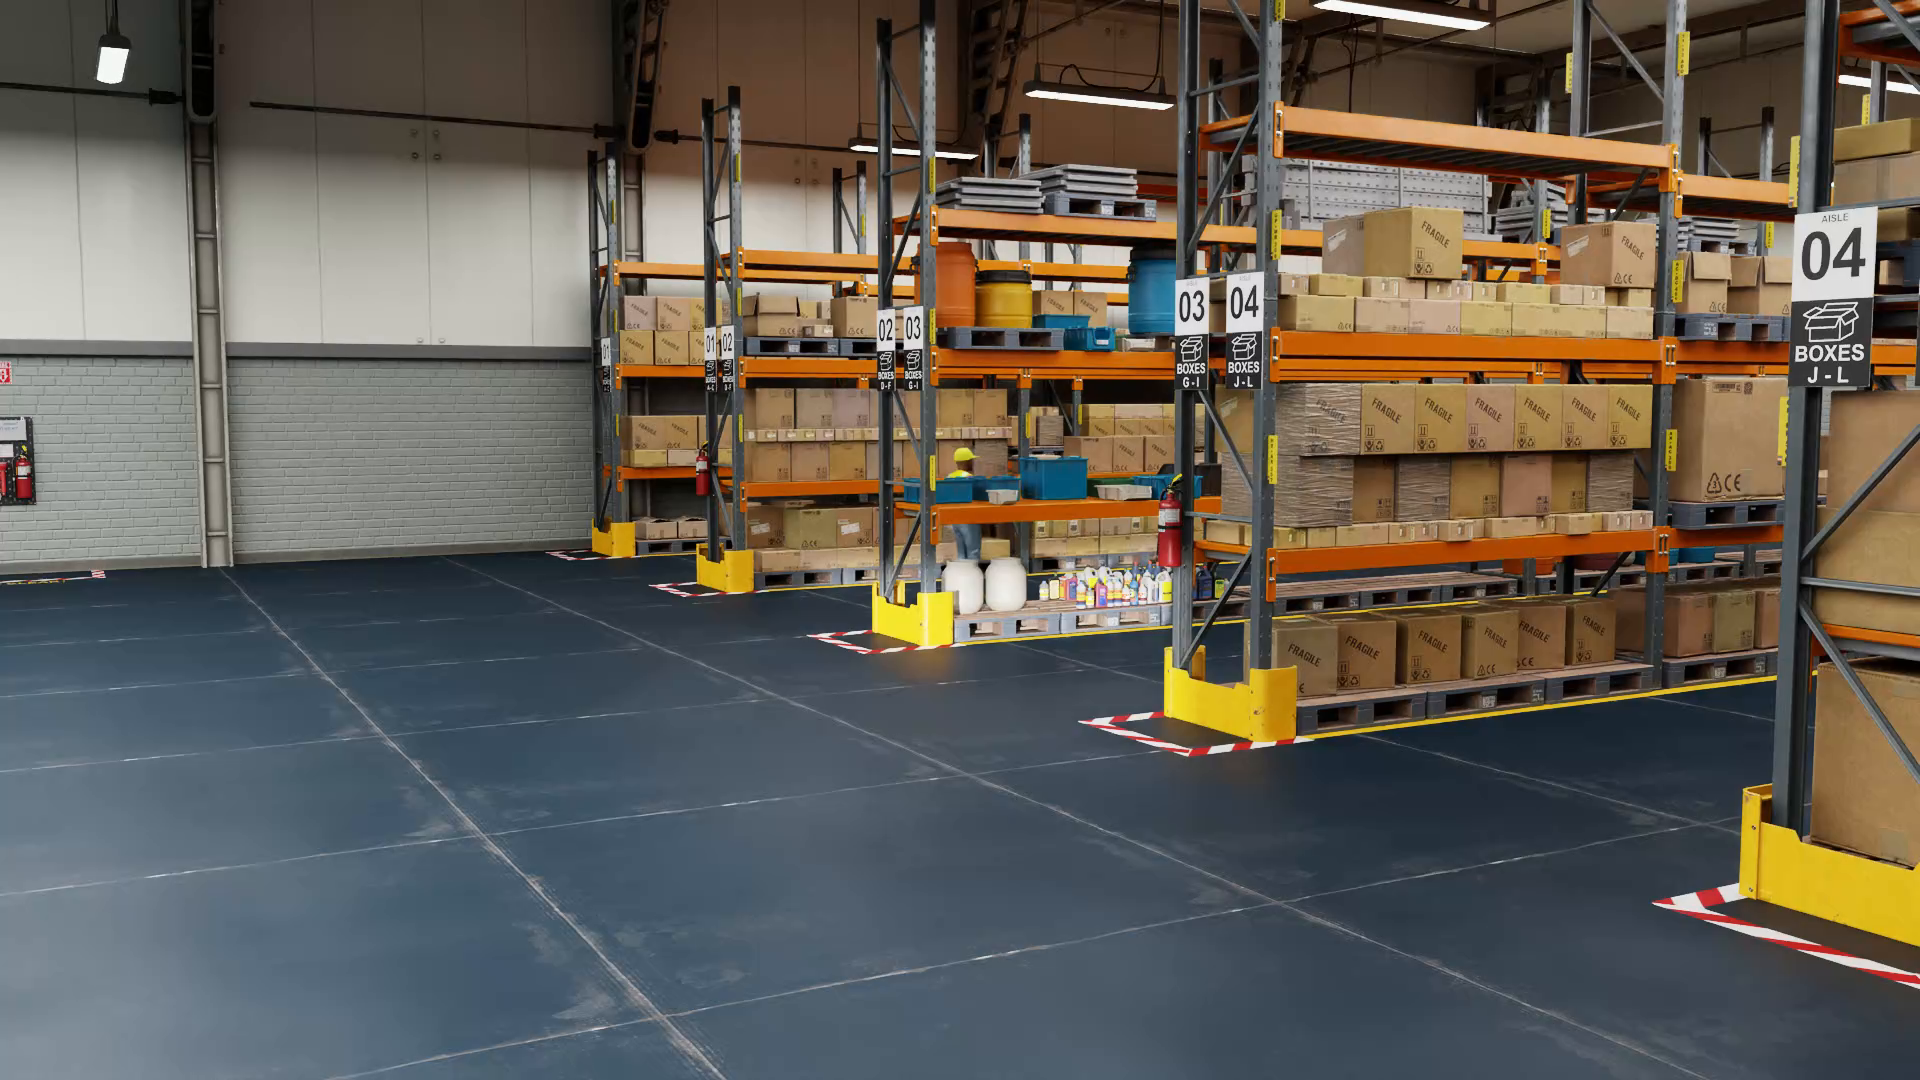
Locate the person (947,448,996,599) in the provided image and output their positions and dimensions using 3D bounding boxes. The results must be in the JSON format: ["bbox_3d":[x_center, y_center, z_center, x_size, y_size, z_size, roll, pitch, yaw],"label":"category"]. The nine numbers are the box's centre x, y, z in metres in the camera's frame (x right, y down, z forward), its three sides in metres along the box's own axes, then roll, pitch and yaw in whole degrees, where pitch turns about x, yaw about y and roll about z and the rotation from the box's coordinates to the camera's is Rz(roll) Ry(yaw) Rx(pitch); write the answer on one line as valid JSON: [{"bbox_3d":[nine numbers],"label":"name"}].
[{"bbox_3d":[0.164,-0.194,19.362,0.571,1.762,0.505,-3,6,-28],"label":"person"}]
